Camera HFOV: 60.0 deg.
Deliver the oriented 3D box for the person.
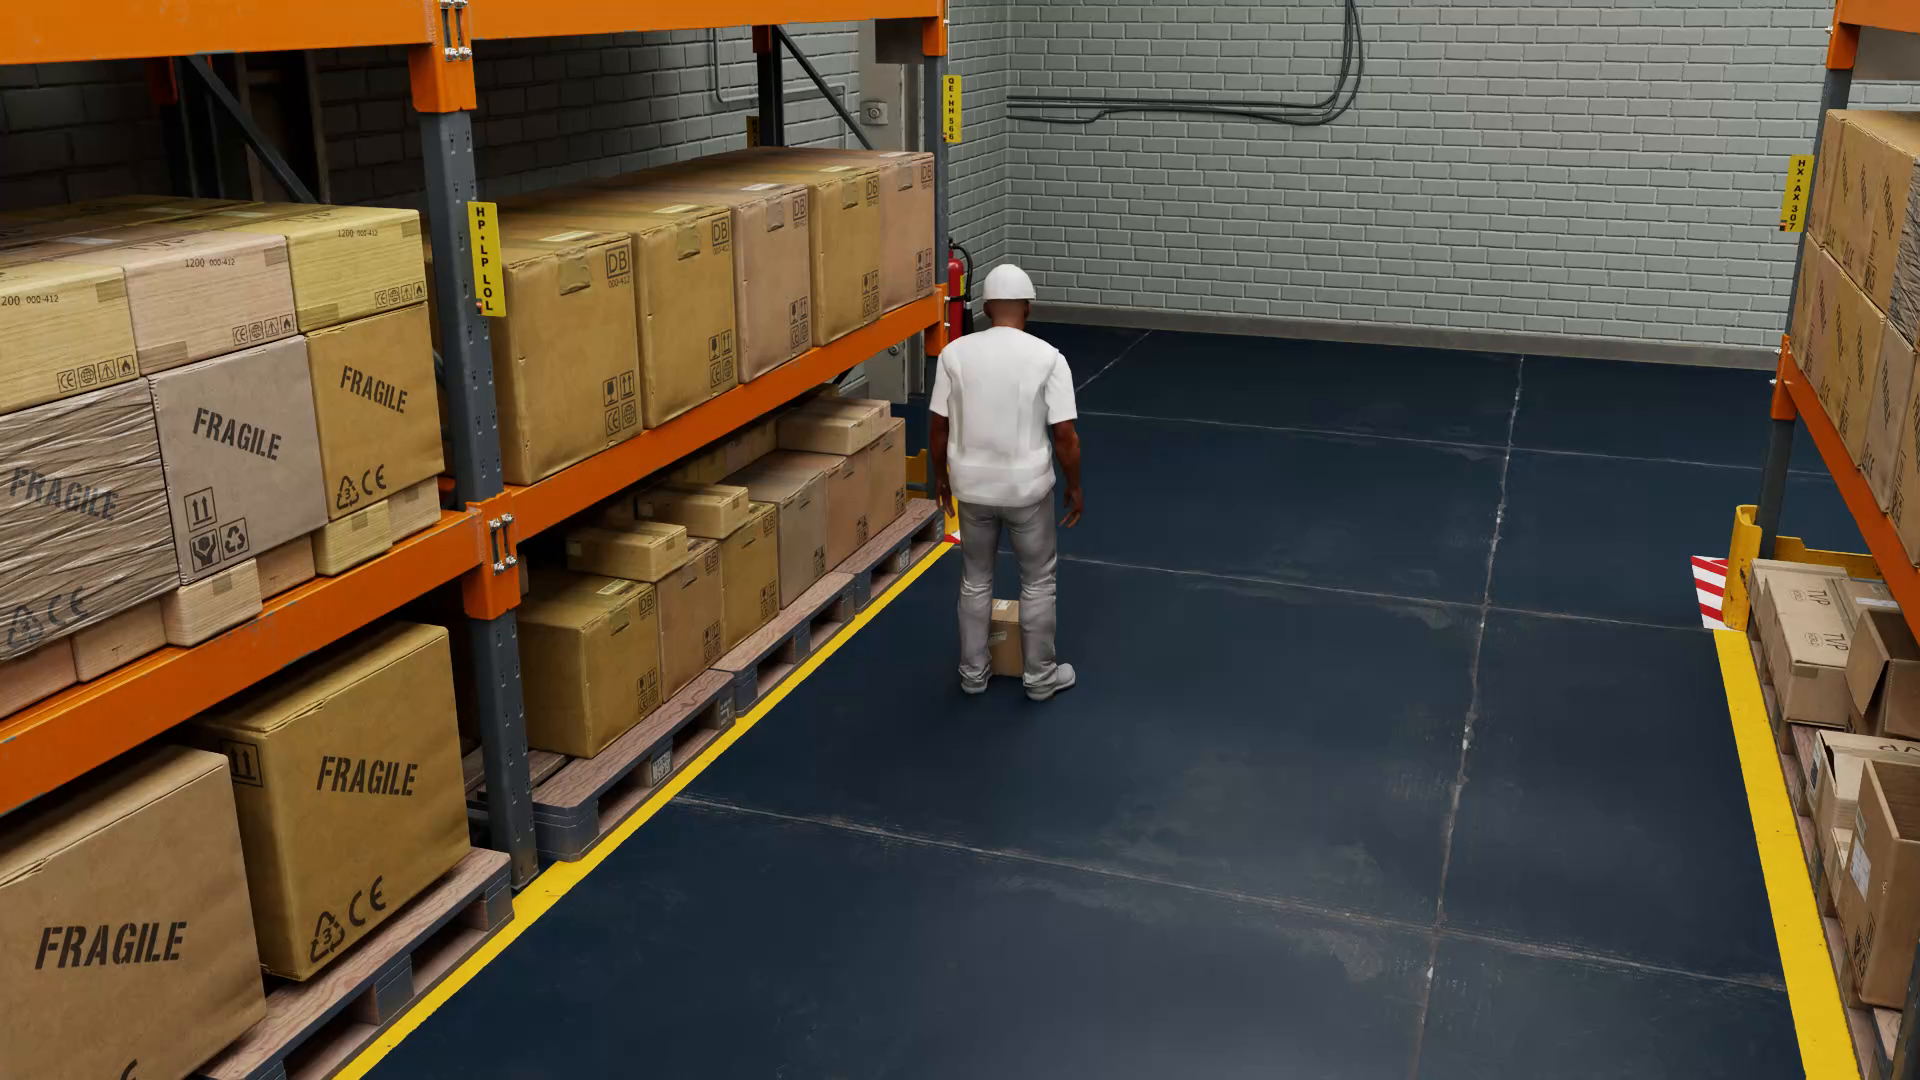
[{"bbox_3d":[0.187,-0.222,6.693,0.627,1.761,0.456,6,19,17],"label":"person"}]
